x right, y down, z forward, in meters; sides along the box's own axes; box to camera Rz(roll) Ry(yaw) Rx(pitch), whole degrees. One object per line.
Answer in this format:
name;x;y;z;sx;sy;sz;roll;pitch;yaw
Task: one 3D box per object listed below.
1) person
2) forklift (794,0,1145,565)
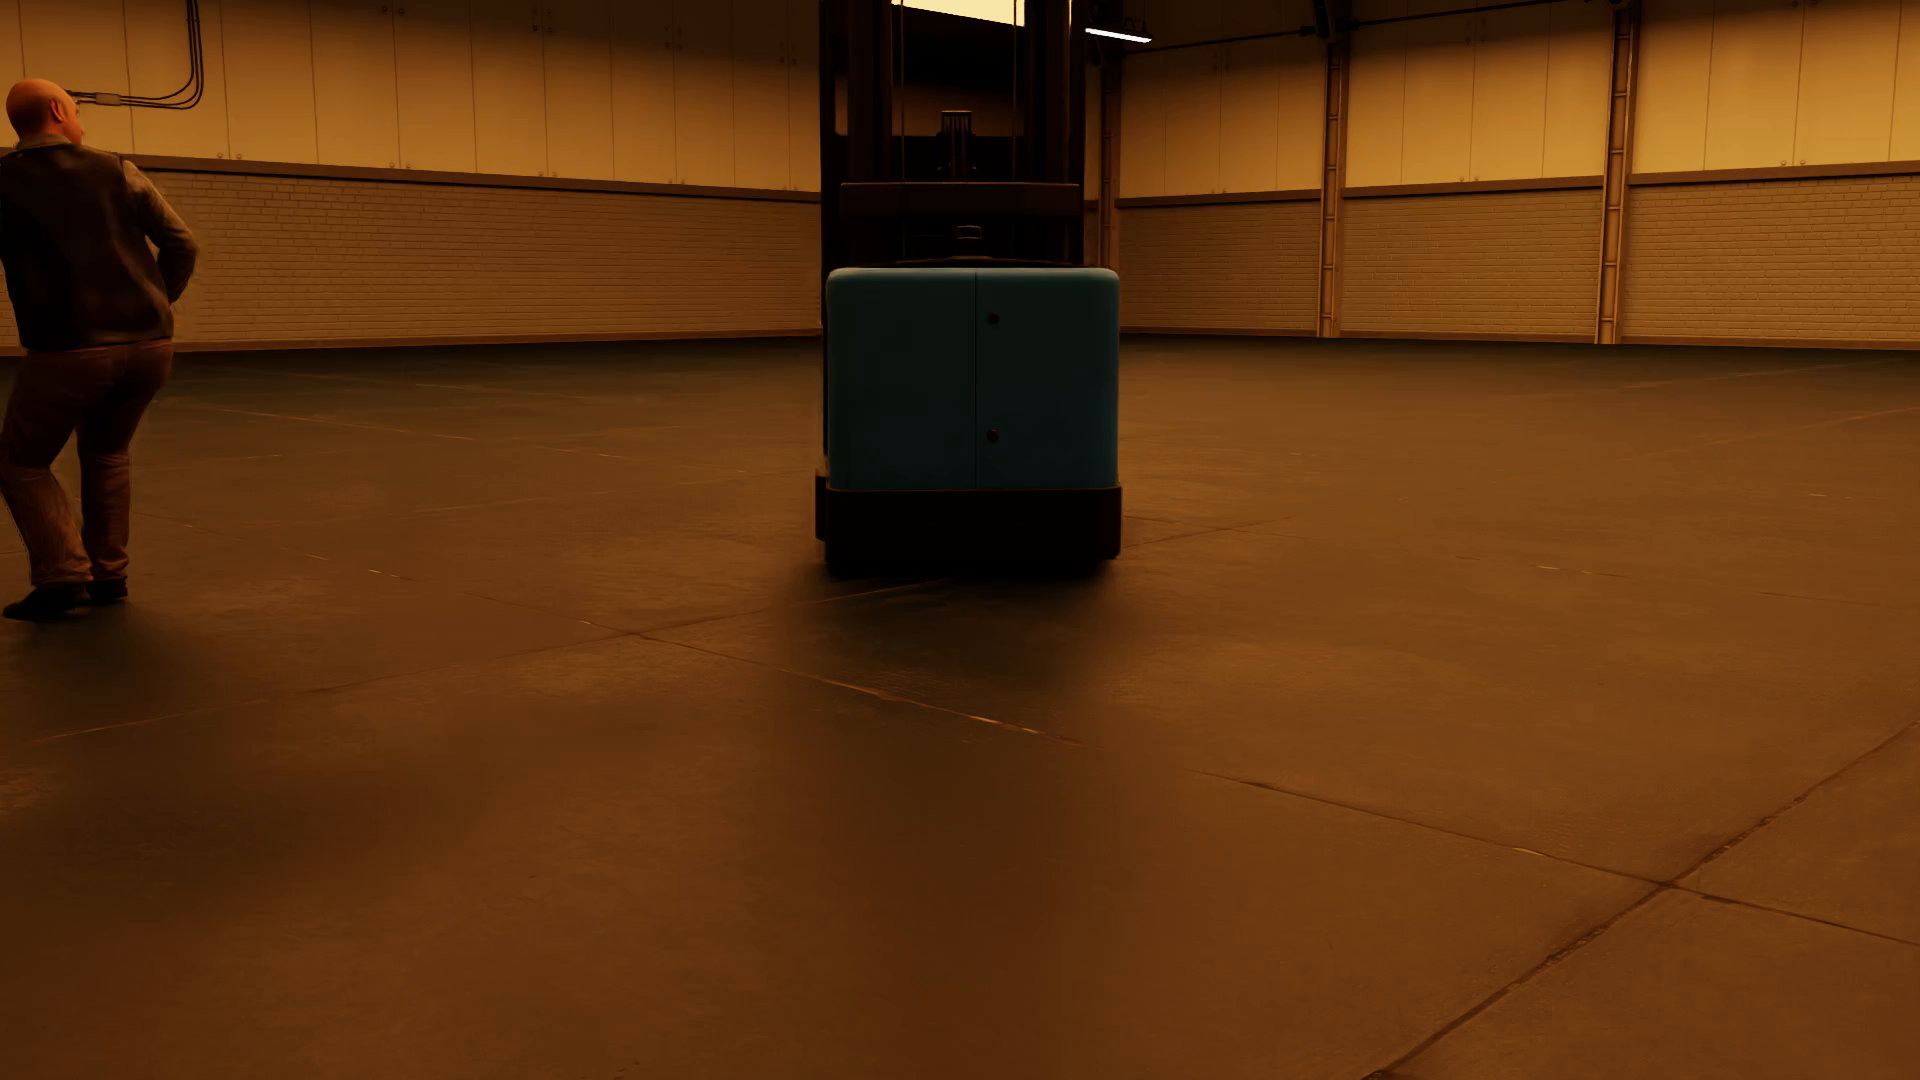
person;-2.857;-0.593;5.199;0.764;1.679;0.602;-8;12;-44
forklift;-0.131;-1.538;7.091;1.130;2.935;3.031;-2;9;-11
